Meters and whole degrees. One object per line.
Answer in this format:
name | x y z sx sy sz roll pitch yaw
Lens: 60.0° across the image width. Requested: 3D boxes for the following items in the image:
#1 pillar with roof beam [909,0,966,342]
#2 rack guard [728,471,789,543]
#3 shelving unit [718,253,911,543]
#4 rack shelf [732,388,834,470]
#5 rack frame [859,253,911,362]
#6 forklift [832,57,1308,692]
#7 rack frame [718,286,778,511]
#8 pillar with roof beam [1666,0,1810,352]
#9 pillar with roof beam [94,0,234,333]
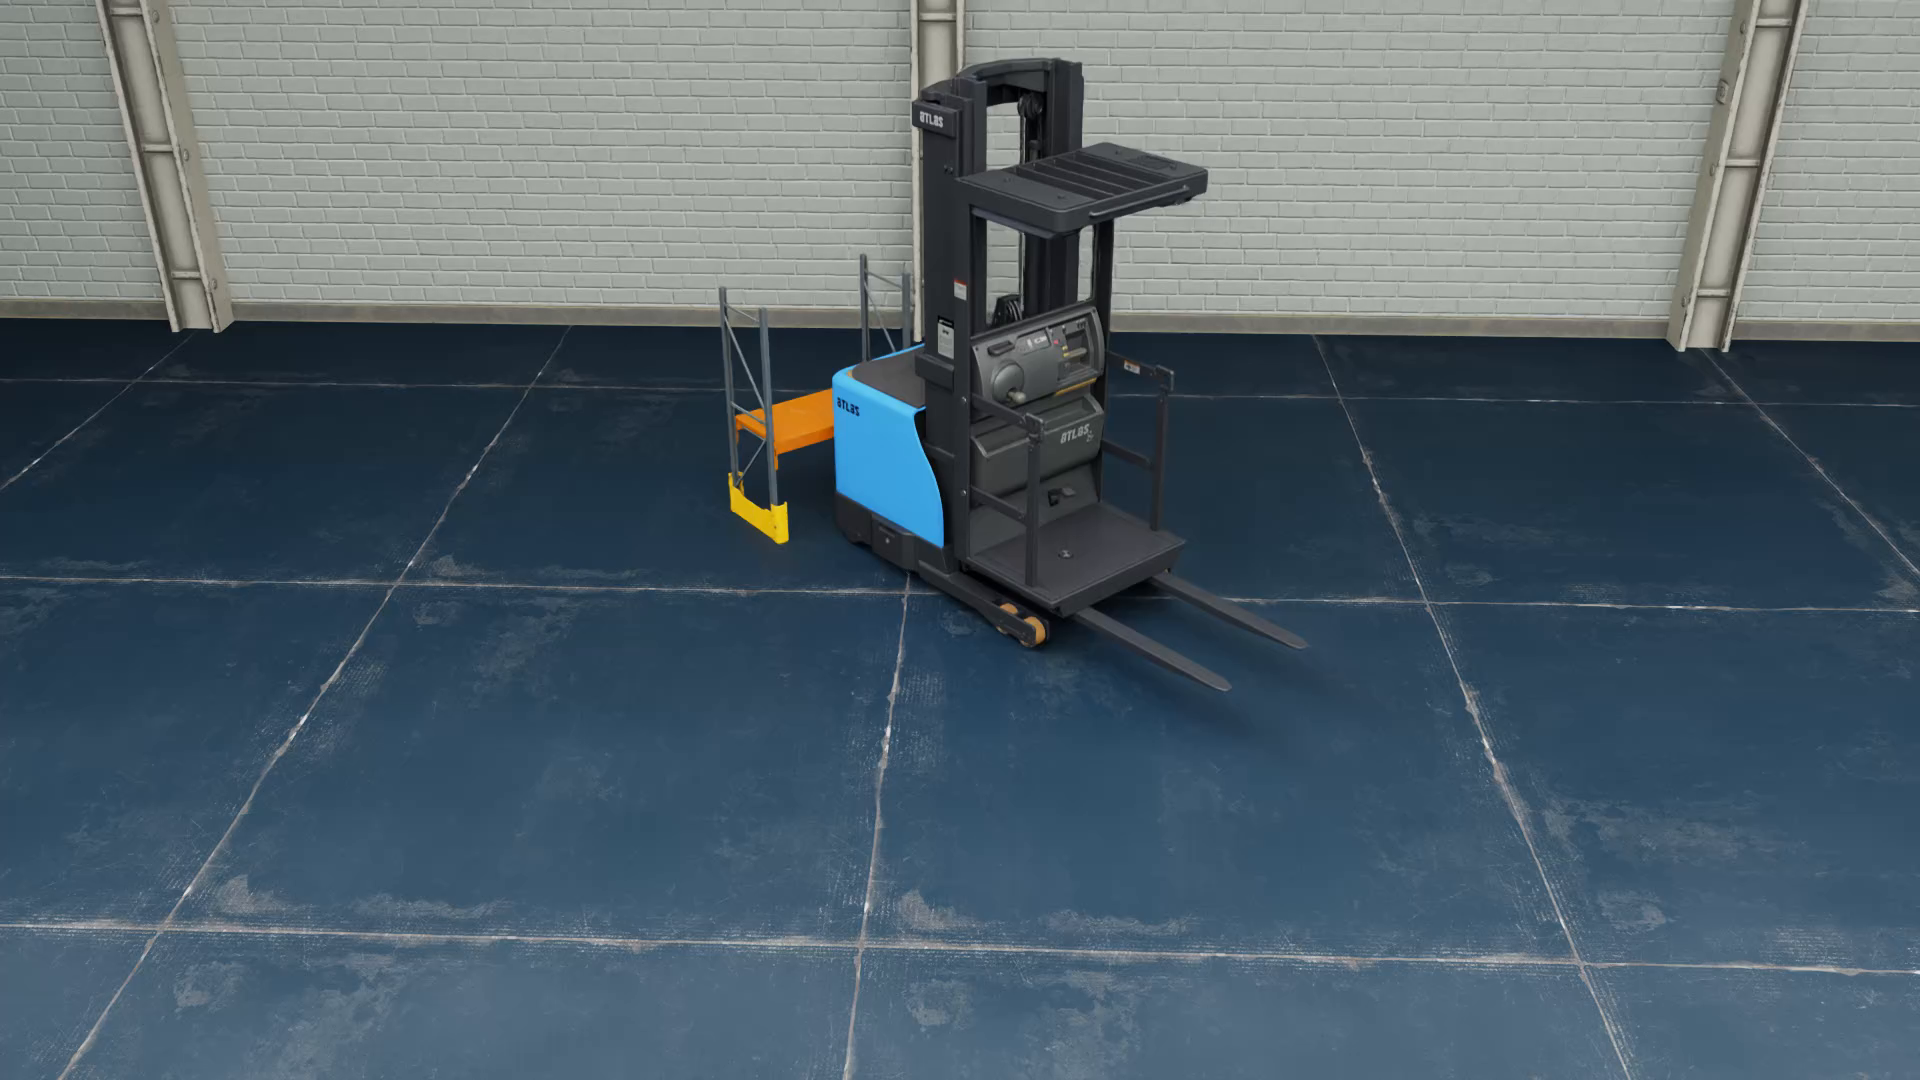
pillar with roof beam | -0.315 -3.610 7.451 0.400 9.000 9.100 1 28 2
rack guard | -1.259 -0.209 10.378 0.087 0.250 0.587 -20 34 -33
shelving unit | -0.865 -0.904 10.353 1.083 1.500 0.587 -20 34 -33
rack shelf | -0.872 -0.742 10.433 1.000 0.185 0.538 -20 34 -33
rack frame | -0.469 -1.046 10.622 0.032 1.500 0.500 -20 34 -33
forklift | 0.578 -0.973 8.957 1.130 2.935 3.031 -23 35 -36
rack frame | -1.275 -0.756 10.075 0.032 1.500 0.500 -20 34 -33
pillar with roof beam | 5.682 -3.510 7.264 0.400 9.000 9.100 1 28 2
pillar with roof beam | -6.311 -3.709 7.638 0.400 9.000 9.100 1 28 2
